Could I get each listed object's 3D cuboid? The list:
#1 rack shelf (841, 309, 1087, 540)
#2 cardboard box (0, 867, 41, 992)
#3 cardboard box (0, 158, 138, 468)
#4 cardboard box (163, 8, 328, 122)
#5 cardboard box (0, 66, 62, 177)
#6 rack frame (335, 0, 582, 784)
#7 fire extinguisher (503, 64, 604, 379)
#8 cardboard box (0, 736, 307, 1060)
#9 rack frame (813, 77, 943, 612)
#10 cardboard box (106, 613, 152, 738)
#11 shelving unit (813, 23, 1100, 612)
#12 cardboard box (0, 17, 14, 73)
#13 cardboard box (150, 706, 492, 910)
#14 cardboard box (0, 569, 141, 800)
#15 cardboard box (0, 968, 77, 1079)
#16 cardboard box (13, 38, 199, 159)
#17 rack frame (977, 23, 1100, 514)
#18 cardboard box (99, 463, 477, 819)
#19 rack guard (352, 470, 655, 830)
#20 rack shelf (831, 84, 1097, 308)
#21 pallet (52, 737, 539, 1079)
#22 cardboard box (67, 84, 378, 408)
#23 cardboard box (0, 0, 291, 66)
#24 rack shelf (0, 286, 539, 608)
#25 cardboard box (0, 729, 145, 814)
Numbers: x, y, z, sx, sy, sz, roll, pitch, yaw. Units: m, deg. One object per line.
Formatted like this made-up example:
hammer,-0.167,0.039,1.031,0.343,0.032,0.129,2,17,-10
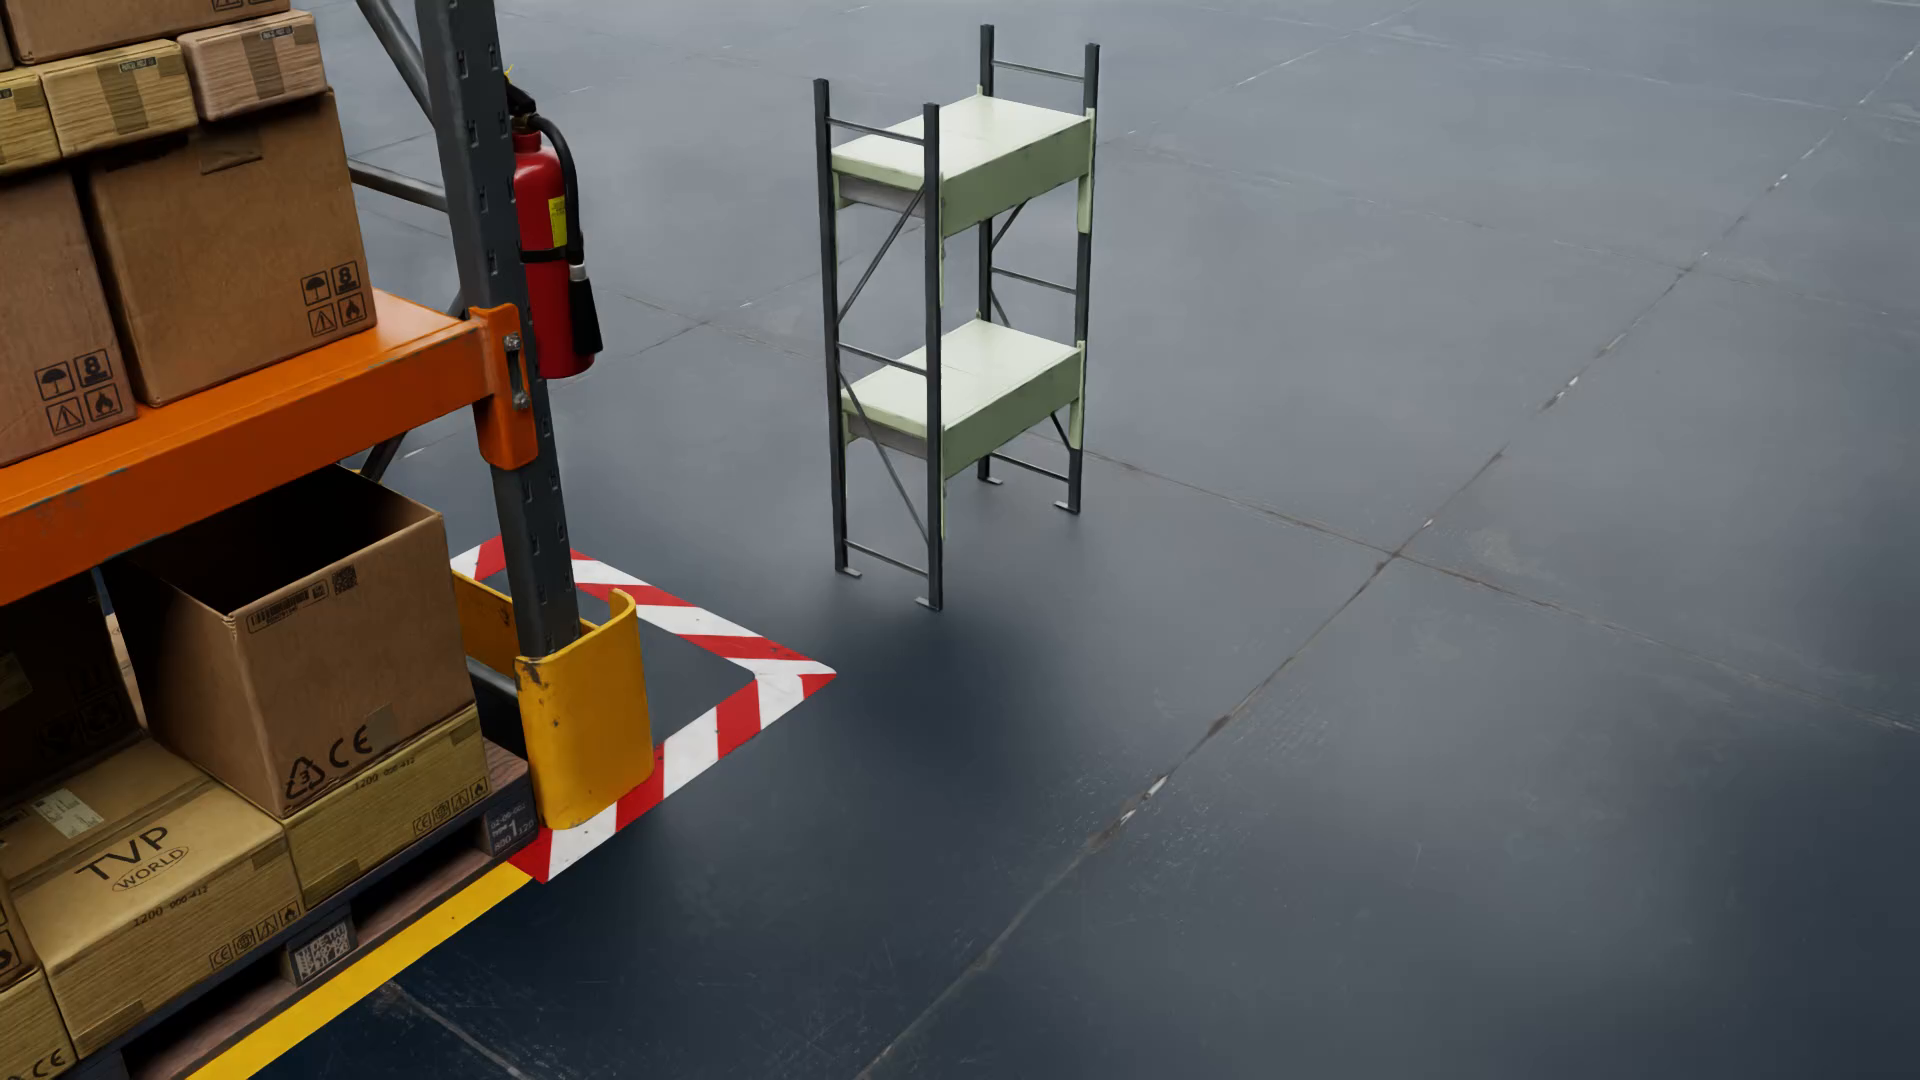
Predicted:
rack shelf,0.004,-0.367,5.038,0.431,0.370,0.720,21,37,31
cardboard box,-2.018,0.591,2.860,0.500,0.500,0.500,21,37,31
cardboard box,-1.945,-0.451,2.971,0.700,0.500,0.500,22,37,32
cardboard box,-1.419,-0.917,3.121,0.380,0.149,0.250,20,36,31
cardboard box,-1.730,-0.706,2.765,0.380,0.149,0.250,21,36,31
rack frame,-1.340,-0.809,3.673,1.000,3.000,0.127,21,37,31
fire extinguisher,-0.898,-0.681,3.532,0.296,0.674,0.183,21,37,31
cardboard box,-1.720,0.709,3.396,0.500,0.250,0.500,21,37,31
rack frame,-0.217,-0.499,4.621,0.400,1.500,0.023,21,37,31
cardboard box,-1.841,0.343,4.015,0.500,0.250,0.500,21,37,31
shelving unit,0.004,-0.648,4.872,0.431,1.500,0.755,21,37,31
cardboard box,-1.977,-0.987,2.603,0.700,0.500,0.500,20,36,30
cardboard box,-1.428,0.502,3.746,0.500,0.250,0.500,21,37,31
cardboard box,-2.141,0.224,3.479,0.500,0.500,0.500,21,37,31
cardboard box,-2.021,0.913,3.053,0.500,0.250,0.500,21,37,31
cardboard box,-1.576,-0.810,2.941,0.380,0.149,0.250,22,37,32
rack frame,0.225,-0.797,5.123,0.400,1.500,0.023,21,37,31
cardboard box,-1.426,0.180,3.553,0.500,0.500,0.500,21,37,31
rack guard,-1.325,0.257,4.327,1.175,0.500,0.348,21,37,31
rack shelf,0.004,-0.984,4.673,0.431,0.370,0.720,21,37,31
pallet,-1.768,0.714,3.838,1.003,0.211,1.213,21,37,31
cardboard box,-1.632,-0.666,3.334,0.700,0.500,0.500,21,37,31
cardboard box,-1.664,-1.203,2.967,0.700,0.500,0.500,21,37,31
rack shelf,-2.547,0.313,2.485,1.077,0.370,4.000,21,37,31
cardboard box,-2.140,0.547,3.670,0.500,0.250,0.500,21,37,31
